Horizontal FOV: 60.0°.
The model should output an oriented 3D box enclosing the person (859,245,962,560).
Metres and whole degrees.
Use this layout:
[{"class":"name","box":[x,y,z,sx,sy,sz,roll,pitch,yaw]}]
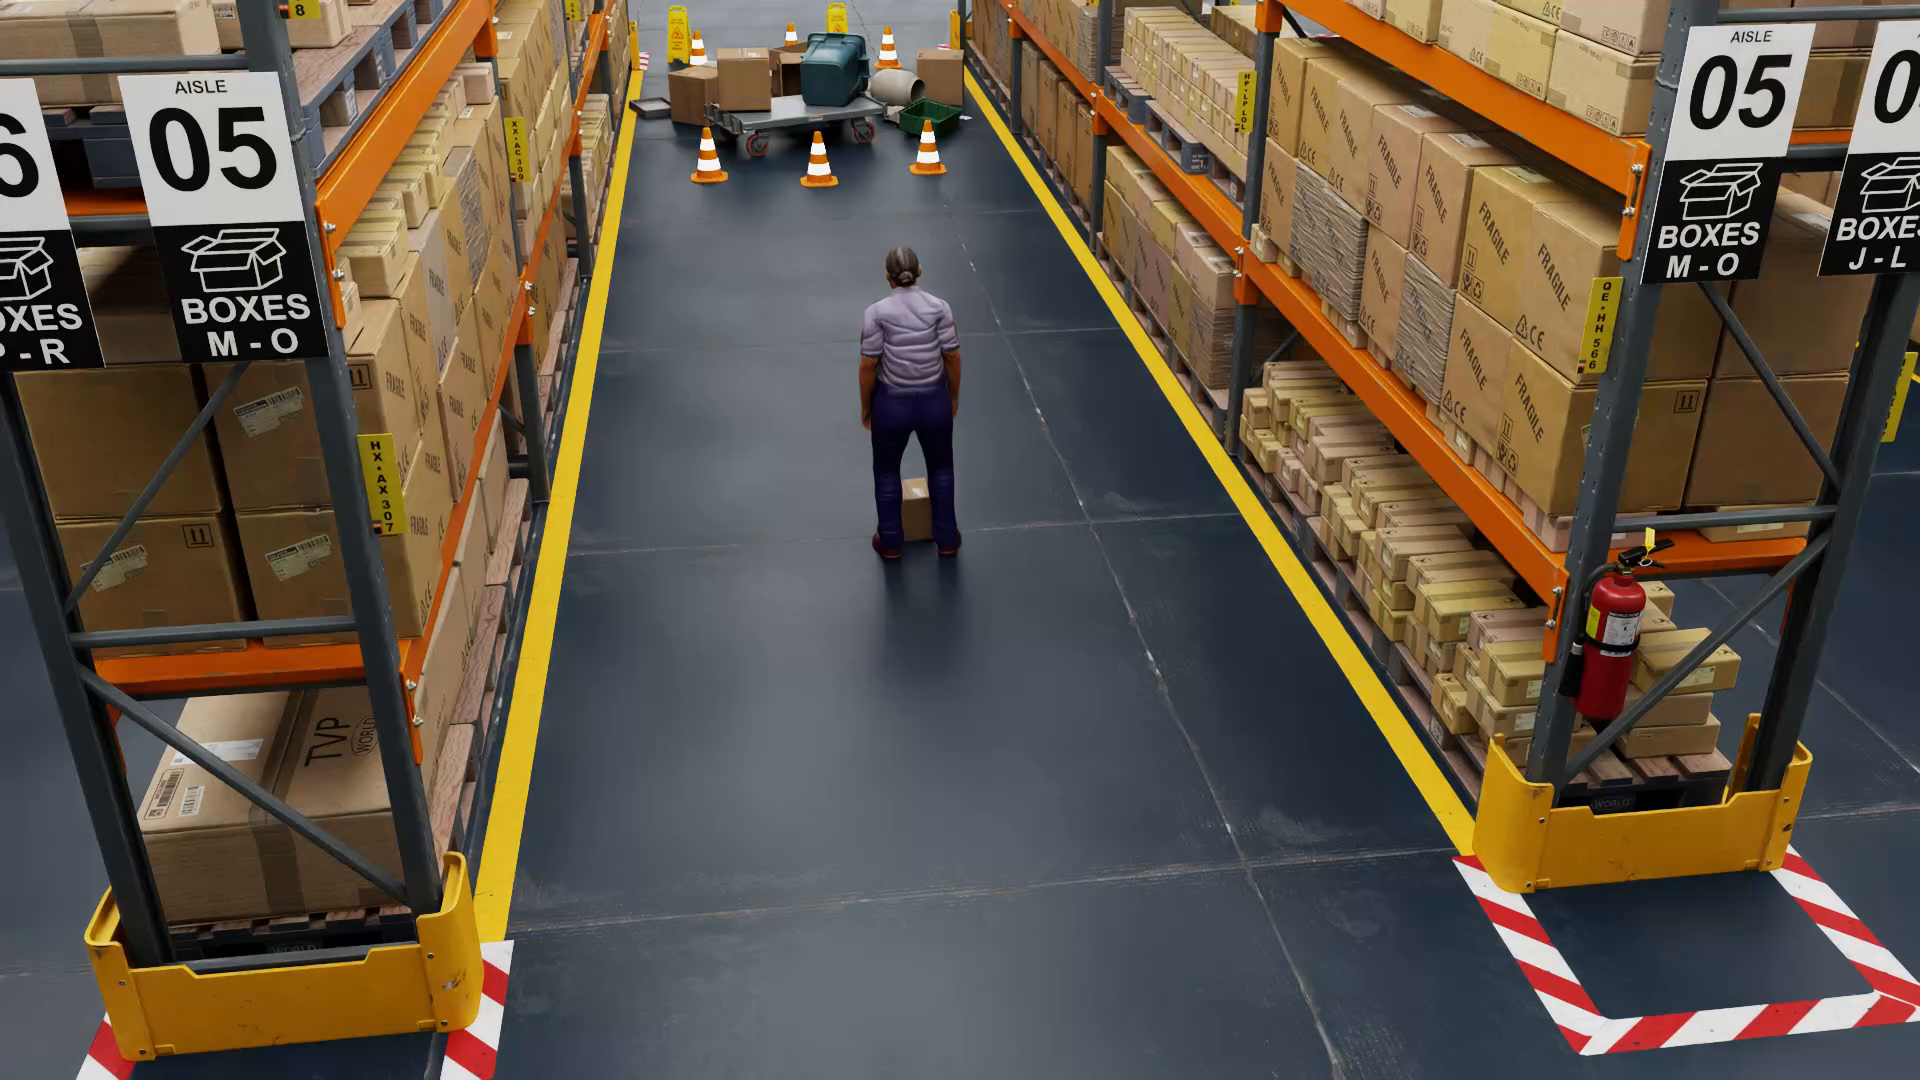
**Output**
[{"class":"person","box":[-0.243,-0.670,8.440,0.543,1.637,0.375,-5,28,-9]}]
